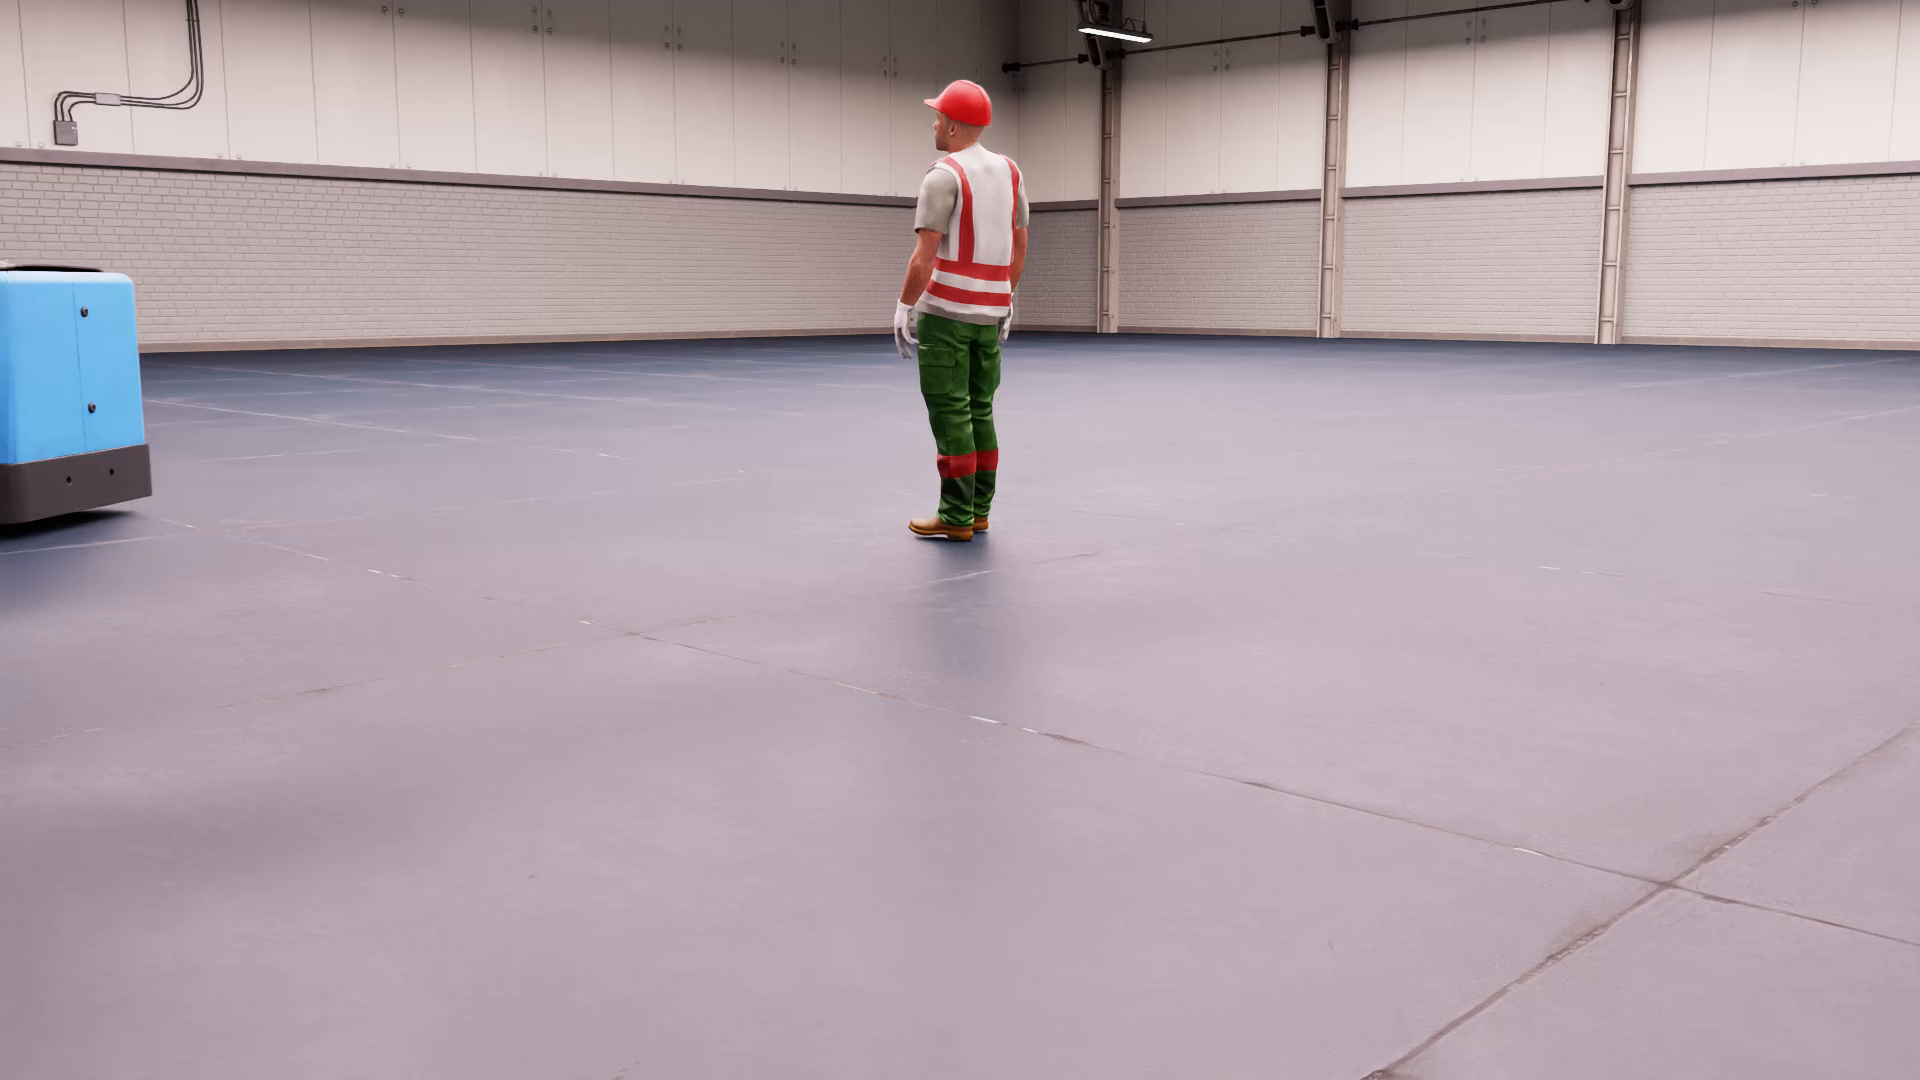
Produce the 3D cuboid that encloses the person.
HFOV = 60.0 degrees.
[{"bbox_3d":[-0.050,-0.902,6.647,0.562,1.790,0.637,8,12,43],"label":"person"}]

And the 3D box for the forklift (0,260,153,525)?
[{"bbox_3d":[-5.227,-1.535,7.067,3.031,2.935,1.130,1,9,5],"label":"forklift"}]
